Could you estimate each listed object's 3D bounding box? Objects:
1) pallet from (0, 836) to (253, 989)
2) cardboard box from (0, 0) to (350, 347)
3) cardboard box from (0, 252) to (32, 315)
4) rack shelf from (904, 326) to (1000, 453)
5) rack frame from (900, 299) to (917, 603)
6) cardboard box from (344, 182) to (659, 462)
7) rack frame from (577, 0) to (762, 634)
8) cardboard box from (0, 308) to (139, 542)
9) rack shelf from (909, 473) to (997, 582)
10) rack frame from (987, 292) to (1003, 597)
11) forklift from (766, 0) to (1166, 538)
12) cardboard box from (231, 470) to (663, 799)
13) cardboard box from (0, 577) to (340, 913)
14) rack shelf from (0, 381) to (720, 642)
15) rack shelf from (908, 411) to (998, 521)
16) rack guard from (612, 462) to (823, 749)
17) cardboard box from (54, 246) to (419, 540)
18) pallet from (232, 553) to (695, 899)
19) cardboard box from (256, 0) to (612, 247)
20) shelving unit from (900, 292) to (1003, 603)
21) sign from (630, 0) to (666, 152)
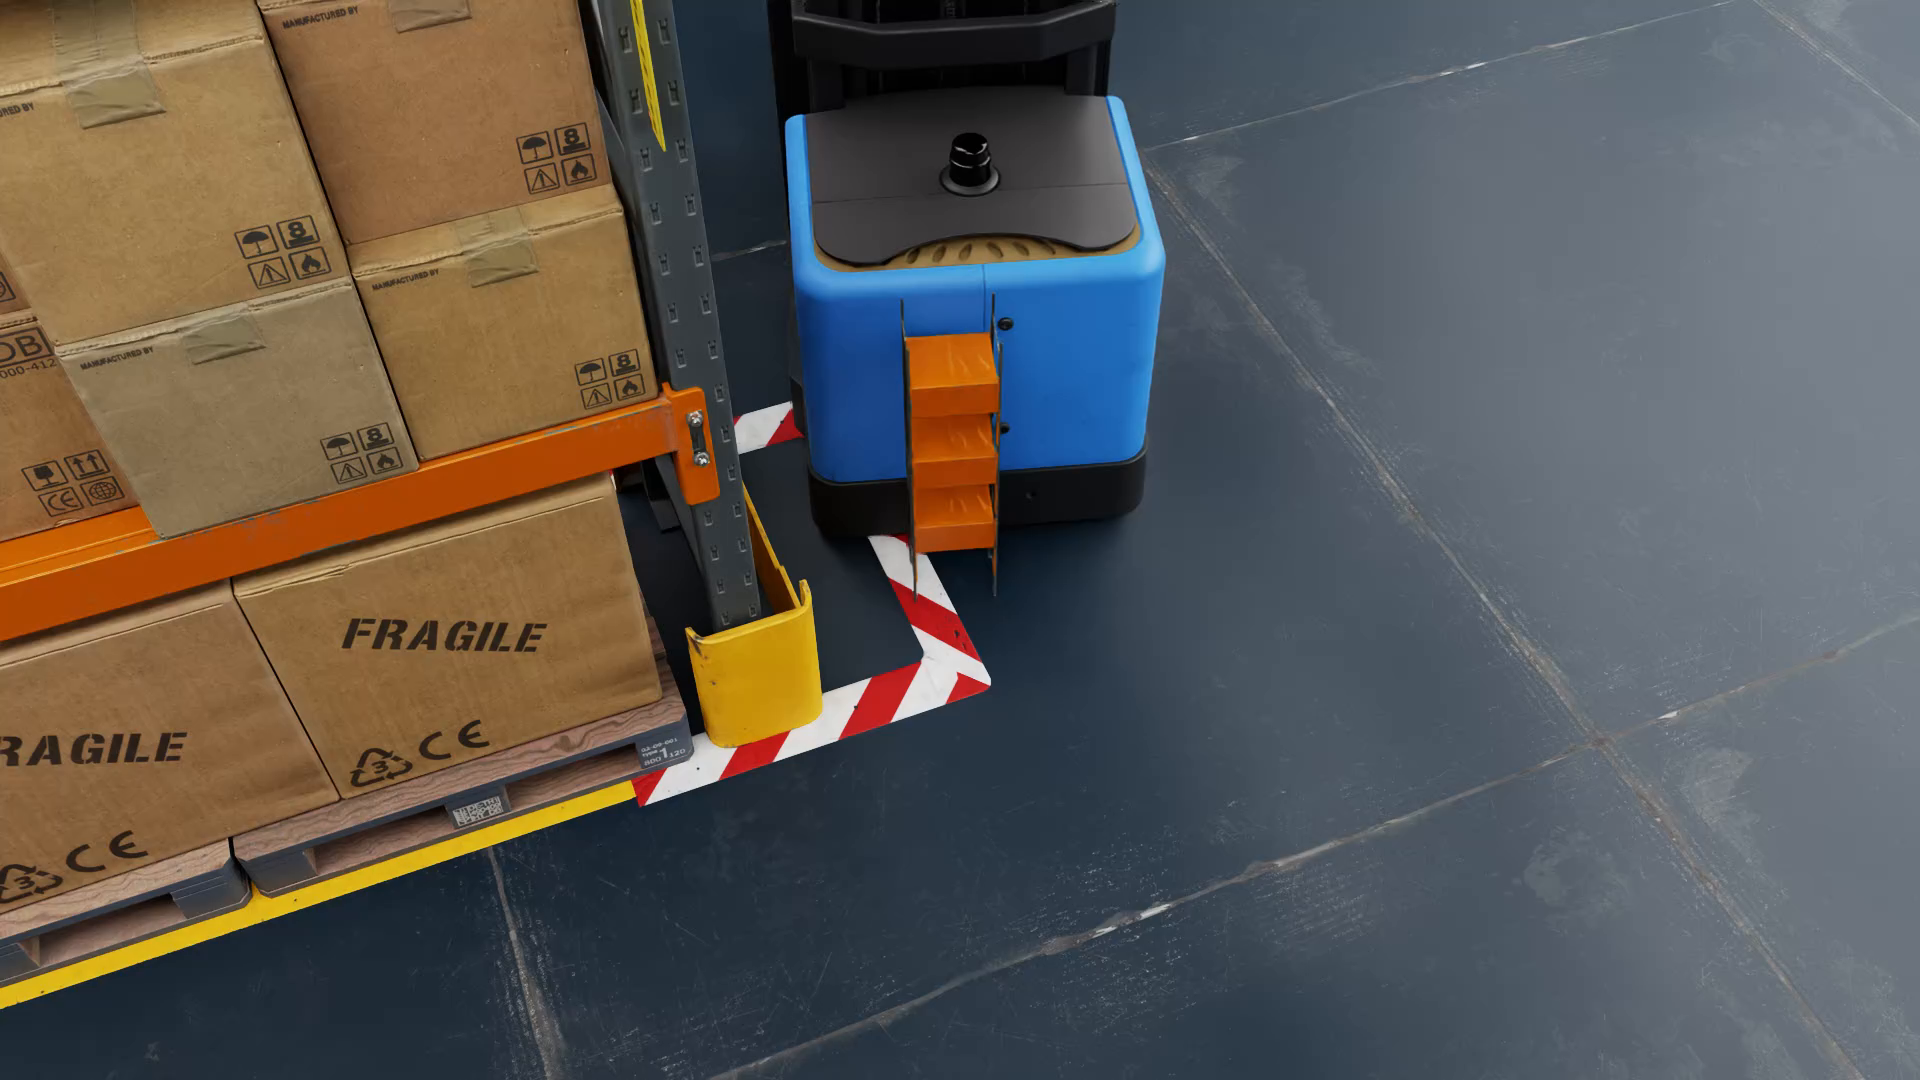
[{"bbox_3d":[-2.619,0.720,4.493,1.213,0.211,1.003,-17,52,-14],"label":"pallet"},{"bbox_3d":[-1.613,-0.919,3.251,0.550,0.550,0.875,-17,52,-14],"label":"cardboard box"},{"bbox_3d":[-2.183,-0.854,3.195,0.550,0.550,0.875,-17,52,-14],"label":"cardboard box"},{"bbox_3d":[-0.024,-0.411,4.551,0.240,0.259,0.215,-4,50,-4],"label":"rack shelf"},{"bbox_3d":[-0.145,-0.224,4.750,0.008,1.050,0.200,-4,50,-4],"label":"rack frame"},{"bbox_3d":[-1.107,-0.731,3.801,0.550,0.550,0.875,-17,52,-14],"label":"cardboard box"},{"bbox_3d":[-0.781,-0.820,3.977,0.127,3.000,1.000,-17,52,-14],"label":"rack frame"},{"bbox_3d":[-2.174,-0.485,3.591,0.550,0.550,0.875,-17,52,-14],"label":"cardboard box"},{"bbox_3d":[-0.024,-0.045,4.977,0.240,0.259,0.215,-4,50,-4],"label":"rack shelf"},{"bbox_3d":[0.098,-0.242,4.766,0.008,1.050,0.200,-4,50,-4],"label":"rack frame"},{"bbox_3d":[-0.086,-2.090,5.113,1.130,2.935,3.031,-4,49,-4],"label":"forklift"},{"bbox_3d":[-1.383,-0.024,4.417,0.875,0.875,0.875,-17,51,-14],"label":"cardboard box"},{"bbox_3d":[-2.197,0.230,4.199,0.875,0.875,0.875,-18,52,-15],"label":"cardboard box"},{"bbox_3d":[-2.632,-0.012,3.757,4.000,0.370,1.077,-17,52,-14],"label":"rack shelf"},{"bbox_3d":[-0.024,-0.226,4.766,0.240,0.259,0.215,-4,50,-4],"label":"rack shelf"},{"bbox_3d":[-0.758,-0.013,4.931,0.348,0.500,1.175,-17,52,-14],"label":"rack guard"},{"bbox_3d":[-1.608,-0.558,3.653,0.550,0.550,0.875,-17,52,-14],"label":"cardboard box"},{"bbox_3d":[-1.491,0.373,4.791,1.213,0.211,1.003,-17,52,-14],"label":"pallet"},{"bbox_3d":[-1.139,-1.142,3.443,0.550,0.550,0.875,-17,52,-14],"label":"cardboard box"},{"bbox_3d":[-0.024,-0.233,4.758,0.252,1.050,0.215,-4,50,-4],"label":"shelving unit"},{"bbox_3d":[-0.588,-0.890,3.117,0.005,0.325,0.100,-17,52,-14],"label":"sign"}]
